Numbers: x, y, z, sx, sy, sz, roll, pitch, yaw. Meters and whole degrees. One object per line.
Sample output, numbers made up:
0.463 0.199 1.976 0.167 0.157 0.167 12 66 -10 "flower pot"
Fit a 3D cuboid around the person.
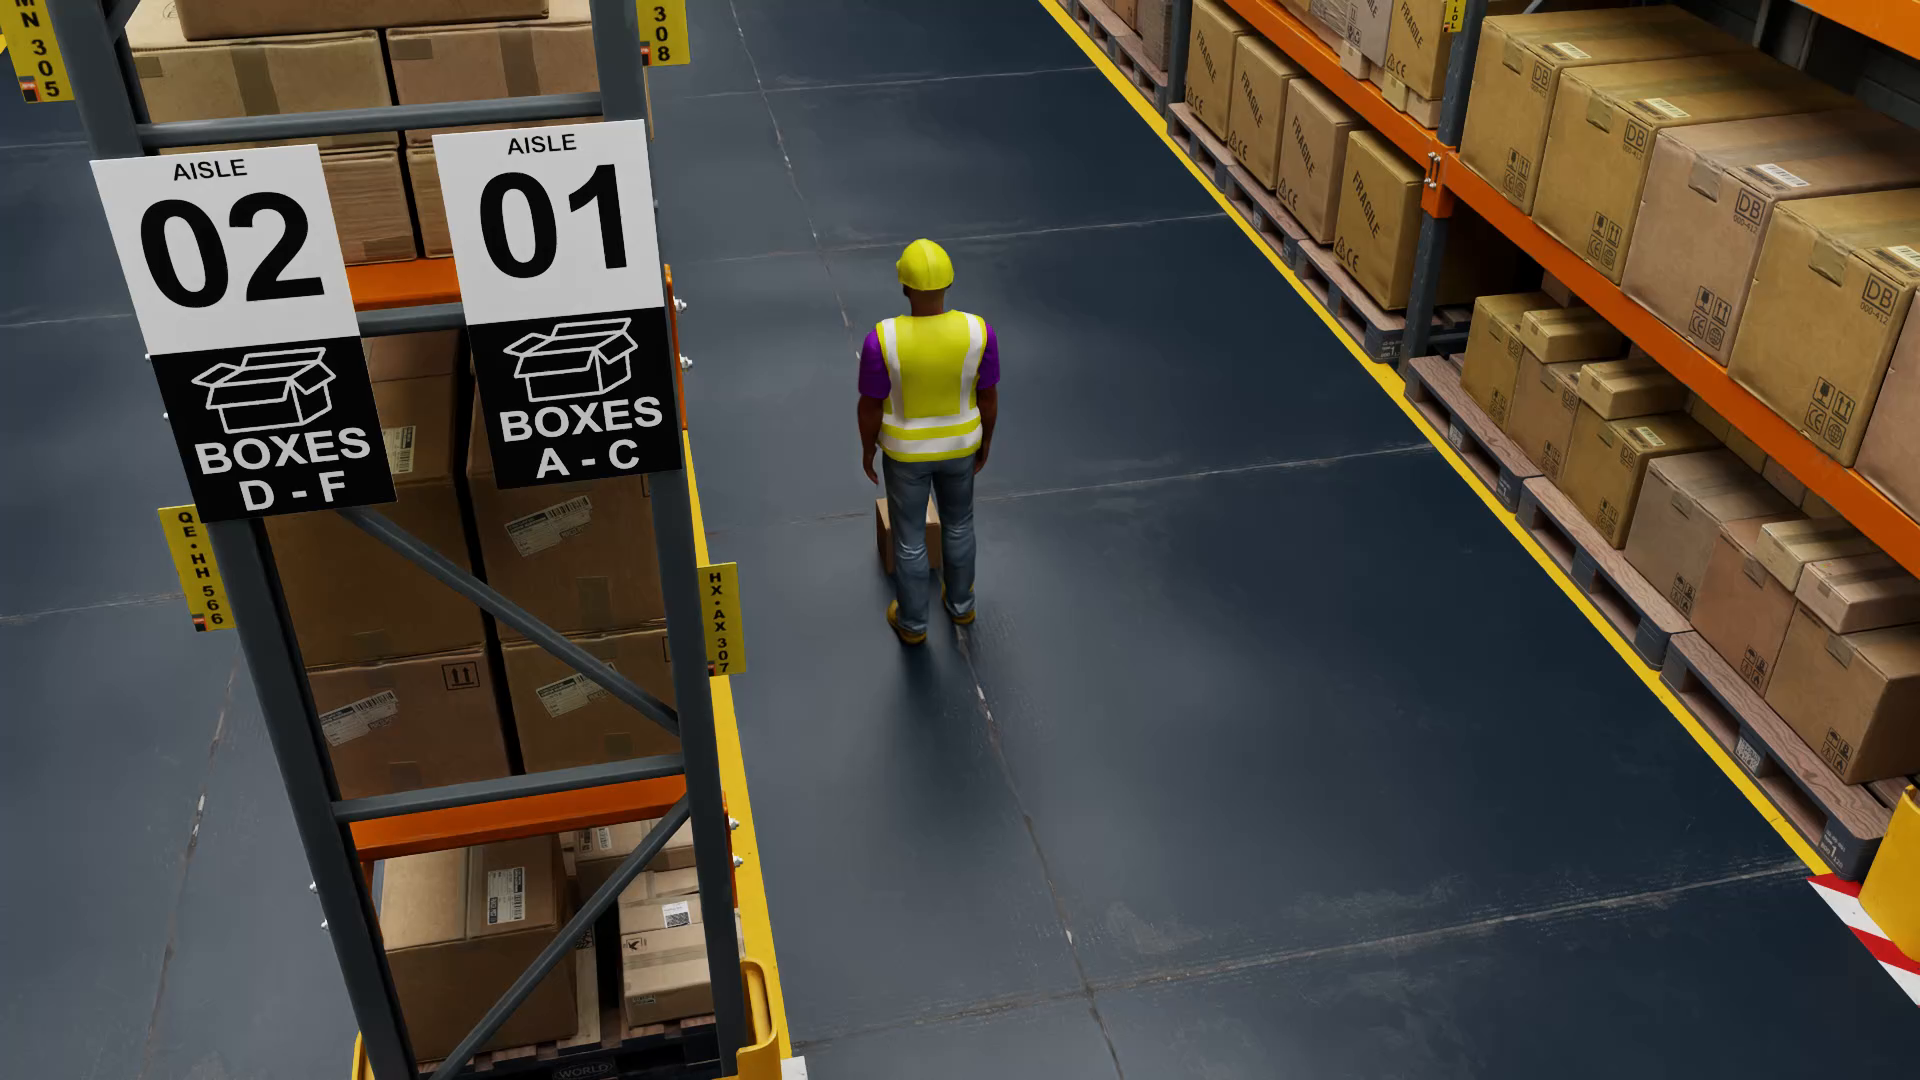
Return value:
-0.136 -0.395 6.713 0.561 1.768 0.417 -6 35 -9 "person"
